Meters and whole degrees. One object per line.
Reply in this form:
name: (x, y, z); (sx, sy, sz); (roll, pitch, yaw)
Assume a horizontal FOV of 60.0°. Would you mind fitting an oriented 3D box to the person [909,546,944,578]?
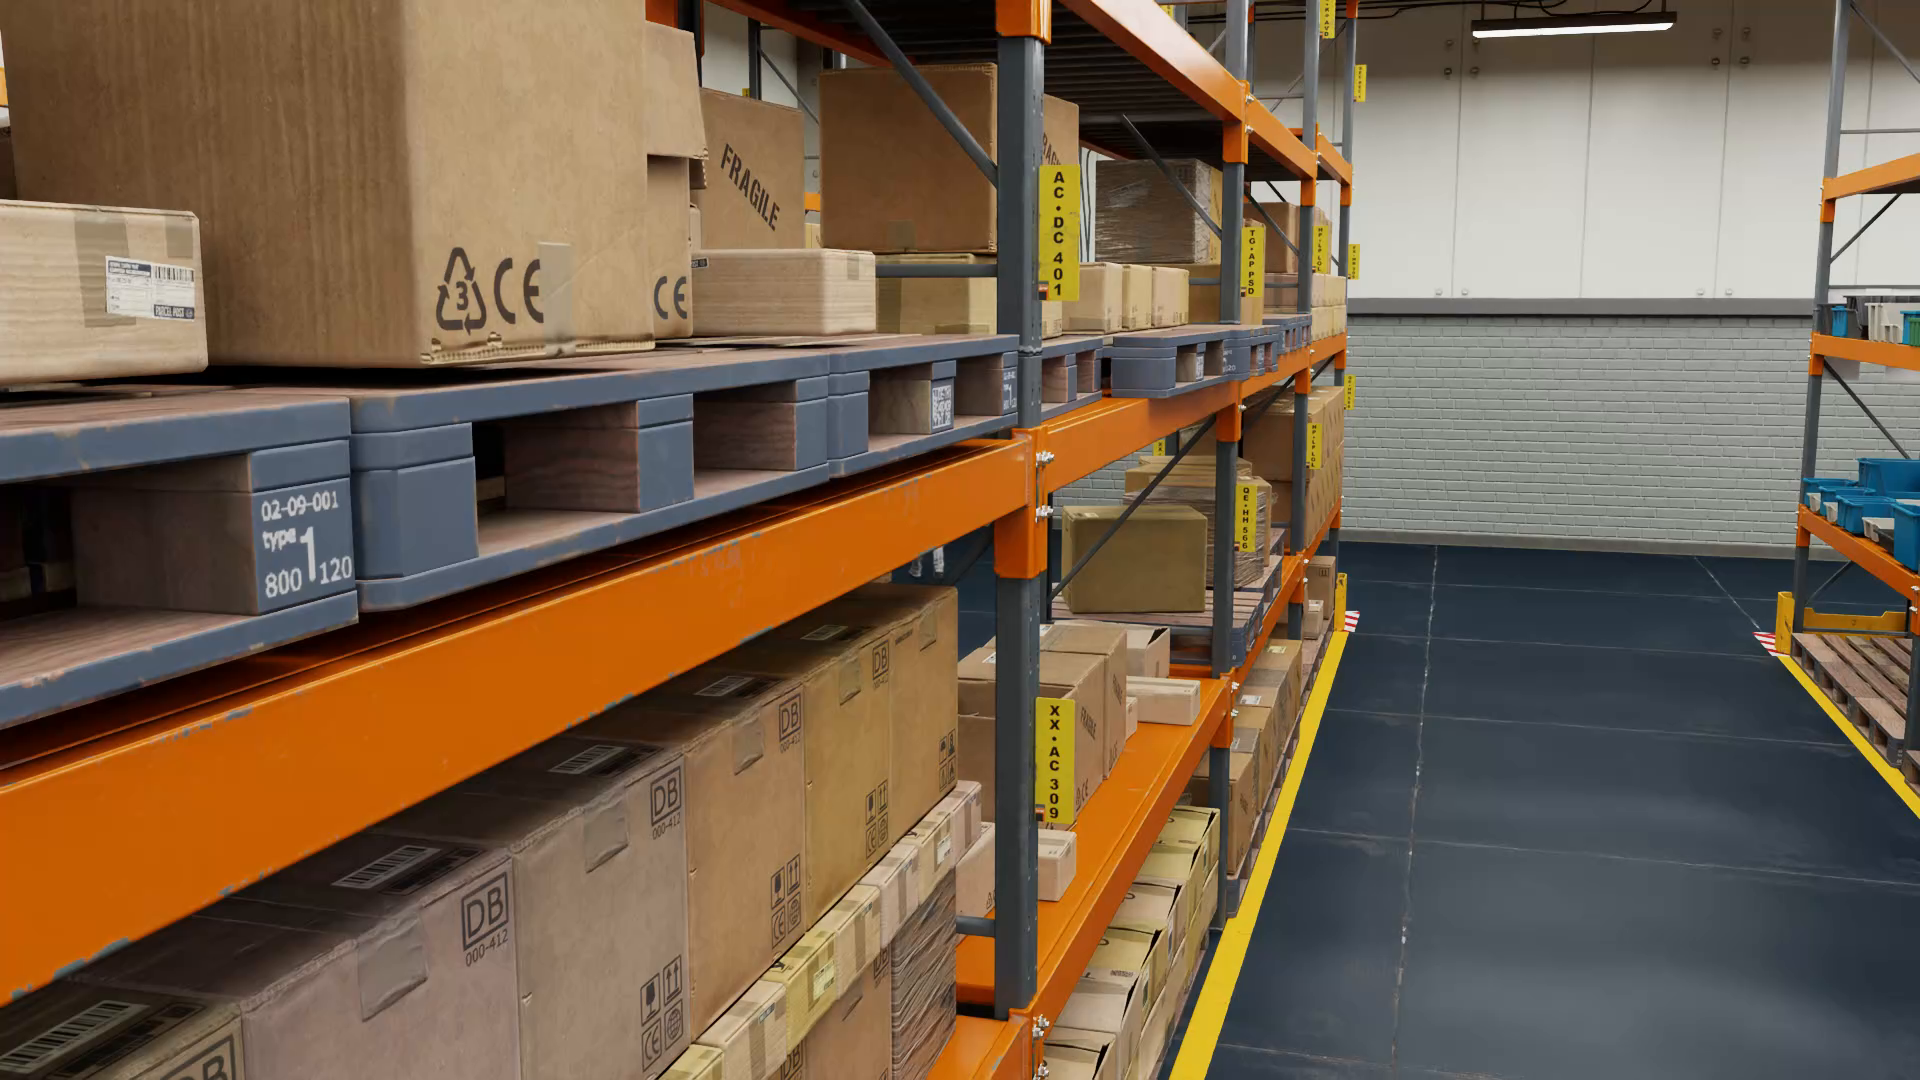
person: (-0.365, -0.368, 18.299); (0.508, 1.628, 0.885); (-2, 9, -12)
